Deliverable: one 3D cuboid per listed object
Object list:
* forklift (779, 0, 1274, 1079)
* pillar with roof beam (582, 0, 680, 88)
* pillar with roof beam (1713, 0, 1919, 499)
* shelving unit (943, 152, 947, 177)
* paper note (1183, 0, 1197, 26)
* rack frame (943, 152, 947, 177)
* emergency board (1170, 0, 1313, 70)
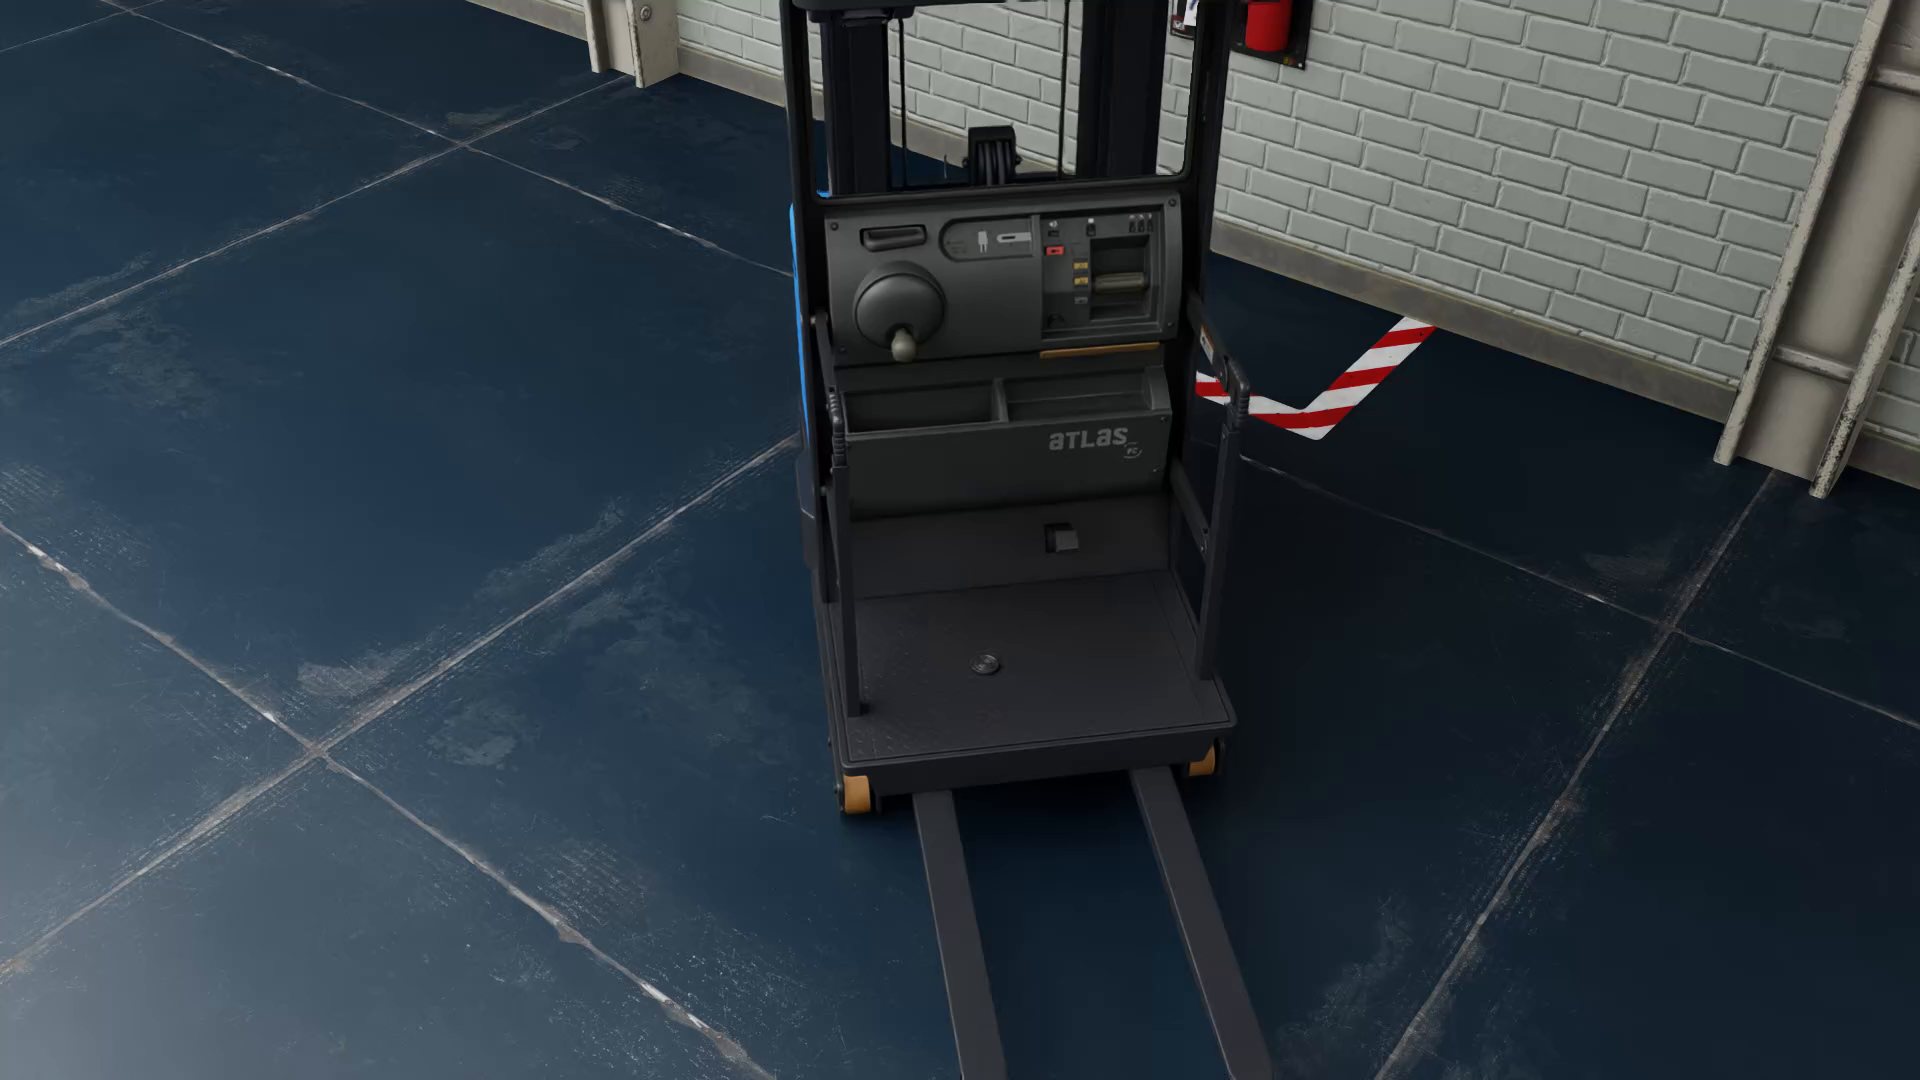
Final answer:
[{"bbox_3d":[0.154,-0.609,4.150,1.130,2.935,3.031,-5,38,-7],"label":"forklift"},{"bbox_3d":[-4.359,-3.976,3.529,0.400,9.000,9.100,25,45,29],"label":"pillar with roof beam"},{"bbox_3d":[0.407,-1.729,0.658,0.400,9.000,9.100,25,45,29],"label":"pillar with roof beam"},{"bbox_3d":[-0.160,-0.861,5.998,0.252,1.050,0.215,-5,38,-7],"label":"shelving unit"},{"bbox_3d":[0.984,-2.172,6.806,0.142,0.148,0.016,25,45,29],"label":"paper note"},{"bbox_3d":[-0.040,-0.872,6.012,0.008,1.050,0.200,-5,38,-7],"label":"rack frame"},{"bbox_3d":[1.083,-2.419,6.406,0.643,1.169,0.194,25,45,29],"label":"emergency board"}]
